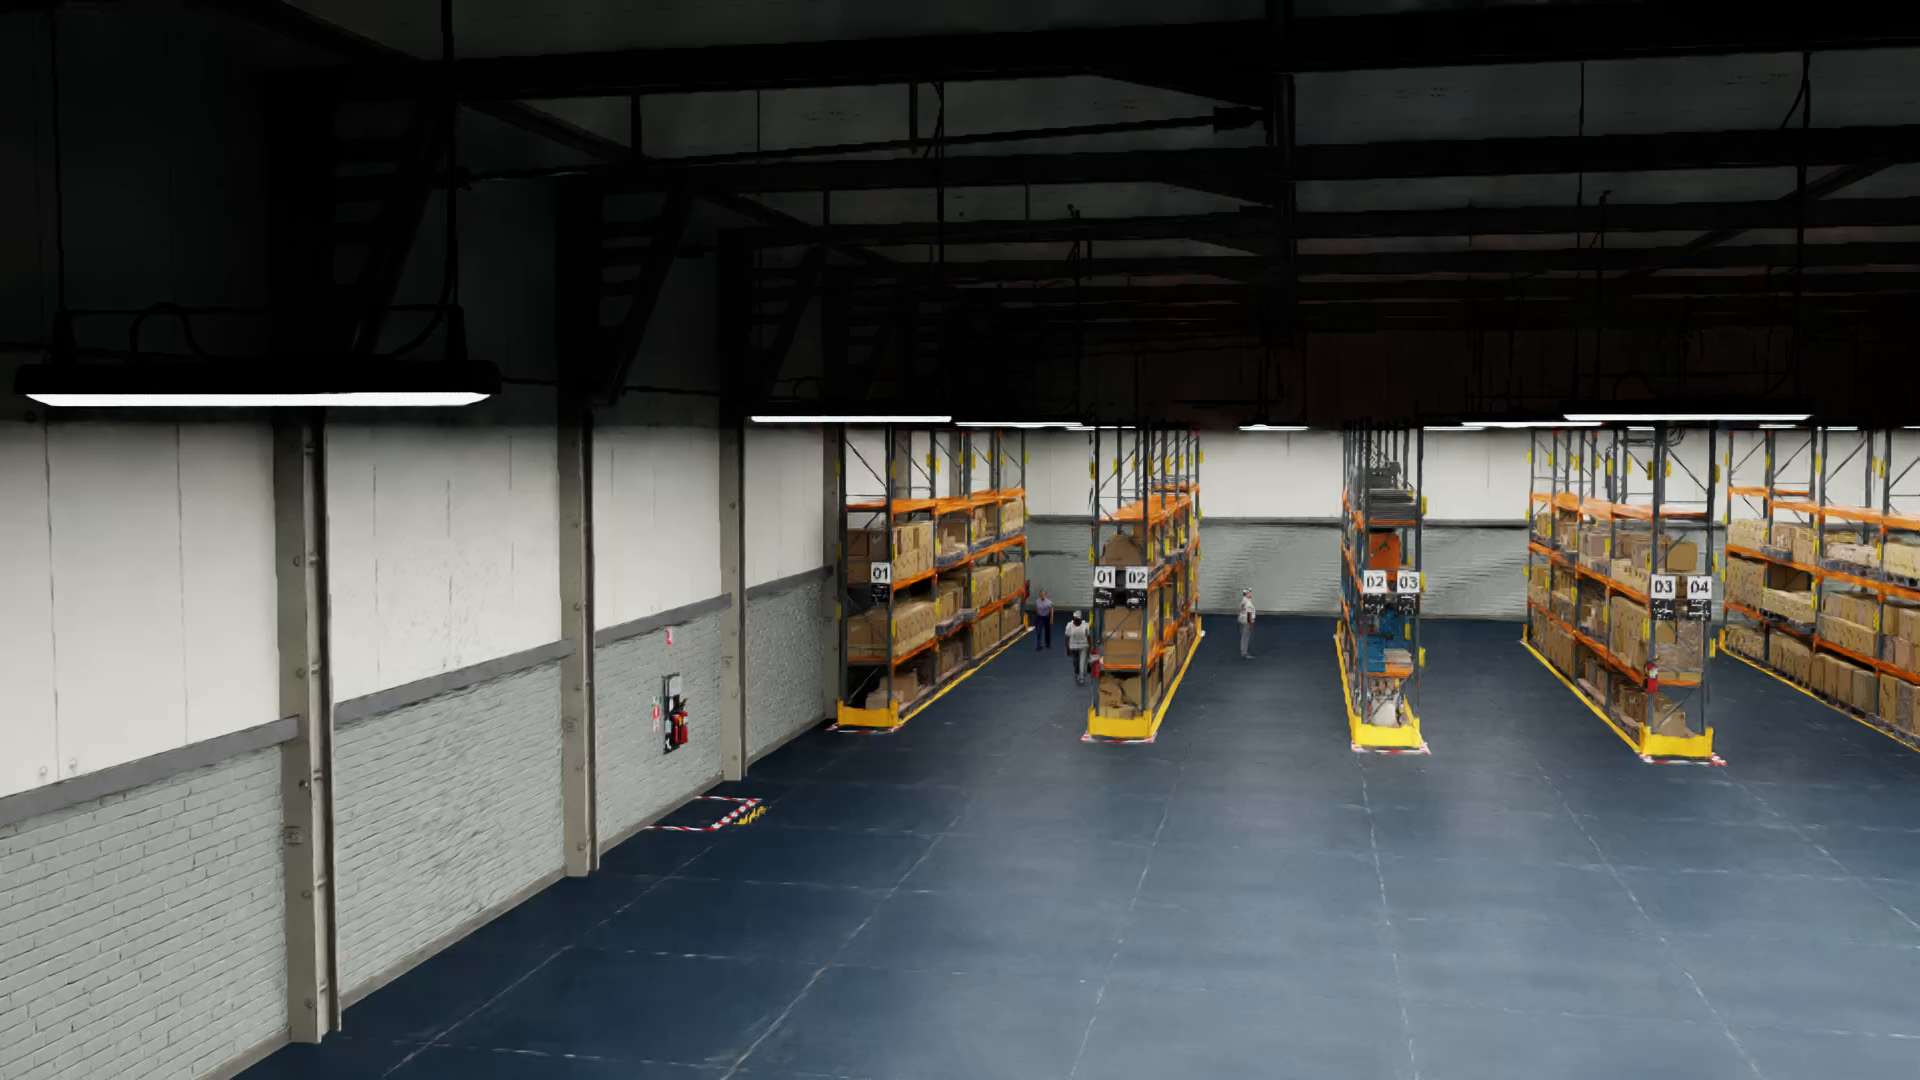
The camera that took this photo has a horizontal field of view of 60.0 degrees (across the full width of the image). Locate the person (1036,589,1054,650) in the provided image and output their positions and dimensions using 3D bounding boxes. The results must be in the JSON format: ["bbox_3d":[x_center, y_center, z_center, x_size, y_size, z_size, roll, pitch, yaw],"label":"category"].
[{"bbox_3d":[2.229,2.081,43.831,0.491,1.590,0.983,1,4,10],"label":"person"}]

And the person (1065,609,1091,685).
[{"bbox_3d":[2.673,2.414,37.816,0.577,1.691,1.121,1,4,14],"label":"person"}]

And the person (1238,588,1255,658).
[{"bbox_3d":[7.284,2.092,42.219,0.430,1.754,0.648,-1,4,-8],"label":"person"}]
